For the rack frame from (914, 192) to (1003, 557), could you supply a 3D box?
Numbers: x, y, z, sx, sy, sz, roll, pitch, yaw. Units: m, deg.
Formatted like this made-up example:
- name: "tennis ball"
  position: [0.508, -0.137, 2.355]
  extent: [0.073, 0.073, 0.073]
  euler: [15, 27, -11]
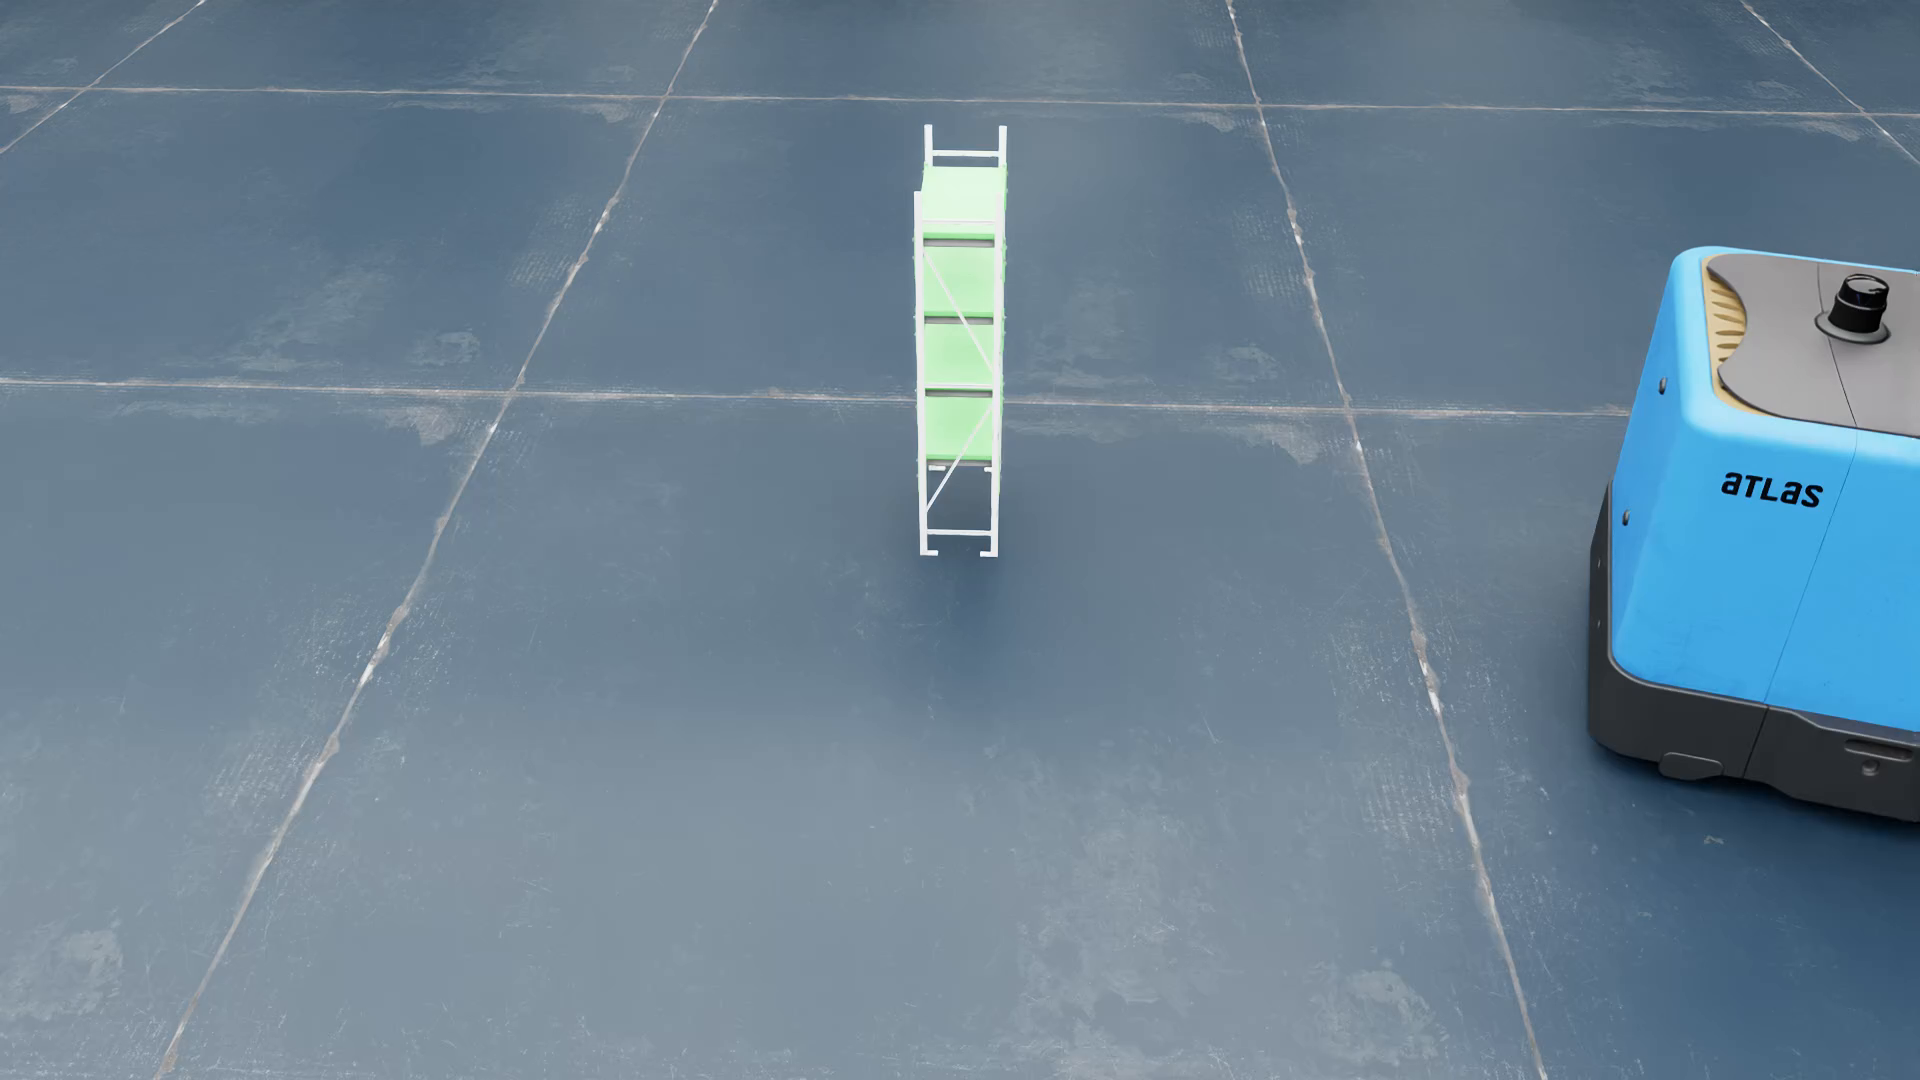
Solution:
- name: "rack frame"
  position: [-0.003, -0.446, 4.841]
  extent: [0.240, 1.200, 0.015]
  euler: [1, 35, 2]

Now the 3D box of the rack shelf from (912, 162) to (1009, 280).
- name: "rack shelf"
  position: [0.007, -0.926, 4.801]
  extent: [0.258, 0.148, 0.480]
  euler: [1, 35, 2]

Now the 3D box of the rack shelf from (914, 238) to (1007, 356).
- name: "rack shelf"
  position: [0.007, -0.730, 4.939]
  extent: [0.258, 0.148, 0.480]
  euler: [1, 35, 2]

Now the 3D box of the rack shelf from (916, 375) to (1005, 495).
- name: "rack shelf"
  position: [0.007, -0.337, 5.215]
  extent: [0.258, 0.148, 0.480]
  euler: [1, 35, 2]

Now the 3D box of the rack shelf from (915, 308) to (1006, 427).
- name: "rack shelf"
  position: [0.007, -0.534, 5.077]
  extent: [0.258, 0.148, 0.480]
  euler: [1, 35, 2]

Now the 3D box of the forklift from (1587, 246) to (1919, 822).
- name: "forklift"
  position: [3.243, -0.617, 3.578]
  extent: [3.031, 2.935, 1.130]
  euler: [10, 36, 14]

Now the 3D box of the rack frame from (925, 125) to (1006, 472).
- name: "rack frame"
  position: [0.016, -0.726, 5.240]
  extent: [0.240, 1.200, 0.015]
  euler: [1, 35, 2]

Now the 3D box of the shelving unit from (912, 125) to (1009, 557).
- name: "shelving unit"
  position: [0.007, -0.586, 5.040]
  extent: [0.258, 1.200, 0.503]
  euler: [1, 35, 2]
